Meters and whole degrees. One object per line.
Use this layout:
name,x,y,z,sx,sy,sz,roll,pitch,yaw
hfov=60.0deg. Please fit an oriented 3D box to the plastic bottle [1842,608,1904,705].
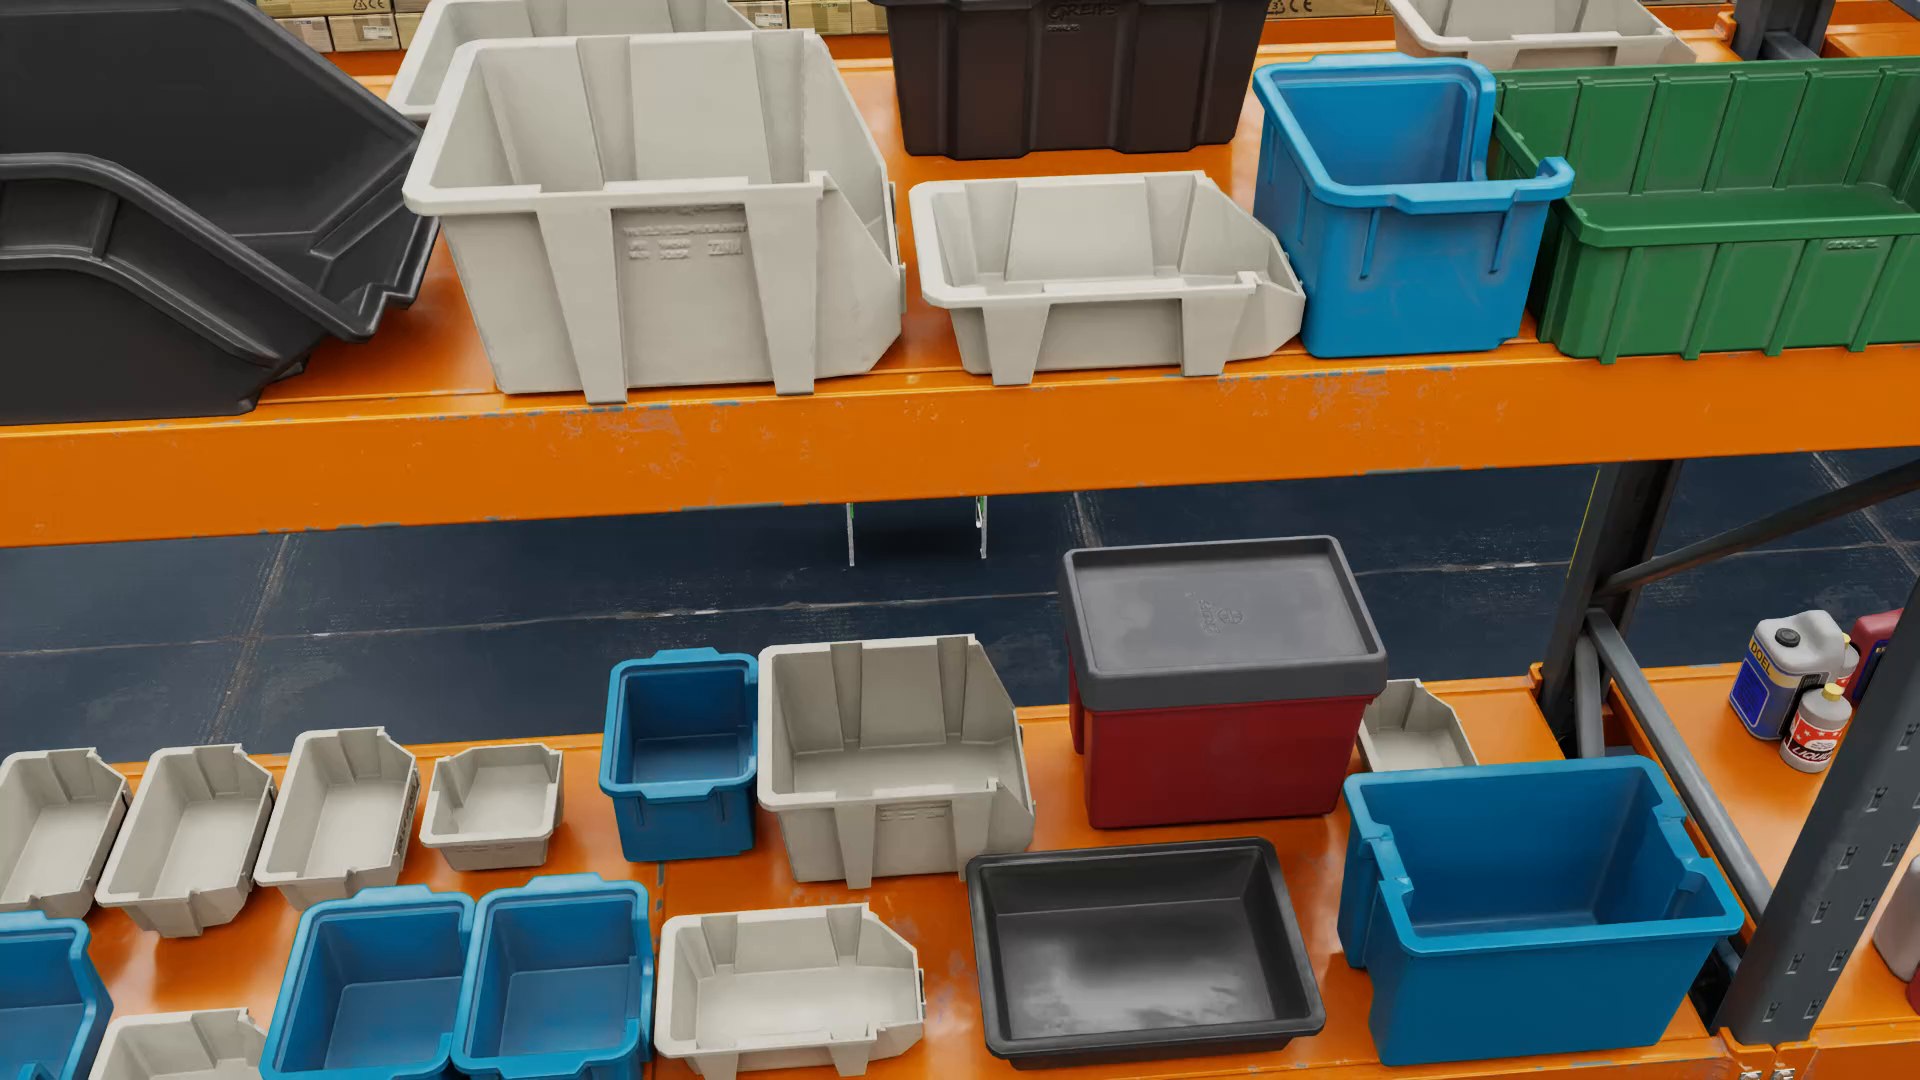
plastic bottle,2.003,0.238,3.622,0.133,0.283,0.061,-3,38,-4

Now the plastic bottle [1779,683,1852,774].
plastic bottle,1.806,0.387,3.499,0.097,0.201,0.097,0,38,0

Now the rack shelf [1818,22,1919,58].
rack shelf,3.404,-0.551,2.686,4.000,0.370,1.077,-3,38,-4

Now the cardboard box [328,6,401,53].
cardboard box,-2.372,-2.115,6.712,0.250,0.149,0.380,-4,38,-5

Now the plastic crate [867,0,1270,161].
plastic crate,0.151,-0.774,2.493,0.590,0.269,0.497,-3,38,-4

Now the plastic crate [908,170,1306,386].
plastic crate,0.179,-0.316,2.020,0.466,0.136,0.293,-3,38,-4

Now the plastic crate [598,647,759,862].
plastic crate,-0.549,0.444,3.352,0.300,0.233,0.416,-3,38,-4

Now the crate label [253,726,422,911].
crate label,-1.211,0.559,3.284,0.243,0.136,0.396,-3,38,-4

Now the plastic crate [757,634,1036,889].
plastic crate,-0.125,0.447,3.309,0.530,0.282,0.437,-3,38,-4

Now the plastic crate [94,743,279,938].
plastic crate,-1.486,0.590,3.246,0.243,0.136,0.396,-3,38,-4

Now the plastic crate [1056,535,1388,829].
plastic crate,0.501,0.299,3.349,0.583,0.464,0.402,-3,38,-4

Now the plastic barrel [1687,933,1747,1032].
plastic barrel,1.956,1.093,3.798,0.708,0.901,0.600,-3,38,-4

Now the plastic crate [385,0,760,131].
plastic crate,-0.536,-0.667,2.466,0.530,0.136,0.437,-3,38,-4

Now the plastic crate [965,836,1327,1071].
plastic crate,0.321,0.765,3.032,0.590,0.125,0.437,-3,38,-4

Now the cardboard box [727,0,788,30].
cardboard box,-0.835,-2.201,6.820,0.250,0.149,0.380,-3,38,-3

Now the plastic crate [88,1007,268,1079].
plastic crate,-1.294,0.939,2.803,0.298,0.136,0.250,-3,38,-4

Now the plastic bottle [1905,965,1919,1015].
plastic bottle,1.815,0.743,2.981,0.133,0.283,0.061,-3,38,-4

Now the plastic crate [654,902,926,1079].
plastic crate,-0.296,0.815,2.960,0.466,0.136,0.293,-3,38,-4

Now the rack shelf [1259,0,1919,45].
rack shelf,2.966,-2.430,7.488,4.000,0.370,1.077,-3,38,-4

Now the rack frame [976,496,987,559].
rack frame,0.078,-0.475,5.884,0.015,1.200,0.240,-3,38,-4

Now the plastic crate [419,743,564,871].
plastic crate,-0.917,0.532,3.319,0.250,0.136,0.298,-3,38,-4

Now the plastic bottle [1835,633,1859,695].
plastic bottle,1.889,0.287,3.625,0.097,0.201,0.097,0,38,0

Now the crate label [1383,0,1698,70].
crate label,0.899,-0.772,2.598,0.466,0.136,0.293,-3,38,-4

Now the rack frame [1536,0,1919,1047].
rack frame,1.412,0.454,3.253,0.127,3.000,1.000,-3,38,-4

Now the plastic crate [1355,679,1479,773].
plastic crate,0.936,0.471,3.396,0.243,0.136,0.396,-3,38,-4

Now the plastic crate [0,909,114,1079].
plastic crate,-1.641,0.869,2.814,0.300,0.233,0.416,-3,38,-4

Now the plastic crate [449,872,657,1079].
plastic crate,-0.687,0.816,2.881,0.300,0.233,0.416,-3,38,-4

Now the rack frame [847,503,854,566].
rack frame,-0.408,-0.449,5.850,0.015,1.200,0.240,-3,38,-4

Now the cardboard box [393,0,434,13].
cardboard box,-1.992,-2.333,6.666,0.500,0.250,0.500,-4,38,-5

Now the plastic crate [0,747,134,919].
plastic crate,-1.776,0.597,3.237,0.243,0.136,0.396,-3,38,-4

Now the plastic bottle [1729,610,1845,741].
plastic bottle,1.776,0.281,3.572,0.135,0.276,0.152,-3,38,-4

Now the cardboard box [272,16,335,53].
cardboard box,-2.628,-2.100,6.693,0.250,0.149,0.380,-3,38,-3

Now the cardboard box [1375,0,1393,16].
cardboard box,1.955,-2.541,6.968,0.500,0.500,0.500,-3,38,-4

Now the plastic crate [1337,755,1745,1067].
plastic crate,0.977,0.672,2.941,0.575,0.384,0.392,-3,38,-4

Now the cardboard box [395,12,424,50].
cardboard box,-2.117,-2.129,6.730,0.250,0.149,0.380,-4,38,-5

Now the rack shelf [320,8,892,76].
rack shelf,-1.019,-2.210,7.210,4.000,0.370,1.077,-3,38,-4

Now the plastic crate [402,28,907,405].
plastic crate,-0.337,-0.389,1.996,0.530,0.282,0.437,-3,38,-4

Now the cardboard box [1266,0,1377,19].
cardboard box,1.454,-2.513,6.932,0.500,0.500,0.500,-3,38,-4

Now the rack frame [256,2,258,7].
rack frame,-3.011,-2.383,6.848,0.127,3.000,1.000,-3,38,-4

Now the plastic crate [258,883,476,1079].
plastic crate,-0.985,0.833,2.860,0.300,0.233,0.416,-3,38,-4

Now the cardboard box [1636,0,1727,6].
cardboard box,2.967,-2.599,7.042,0.500,0.500,0.500,-2,38,-3

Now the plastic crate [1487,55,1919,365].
plastic crate,1.017,-0.431,2.124,0.662,0.188,0.450,-3,38,-4

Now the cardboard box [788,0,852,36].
cardboard box,-0.581,-2.214,6.837,0.250,0.149,0.380,-4,38,-5

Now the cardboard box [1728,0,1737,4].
cardboard box,3.474,-2.627,7.077,0.500,0.500,0.500,-4,38,-5

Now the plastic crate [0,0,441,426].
plastic crate,-1.026,-0.394,1.957,0.767,0.338,0.504,-3,38,-4

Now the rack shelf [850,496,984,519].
rack shelf,-0.165,-0.223,6.055,0.480,0.148,0.258,-3,38,-4

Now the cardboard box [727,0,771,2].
cardboard box,-0.971,-2.390,6.739,0.500,0.250,0.500,-4,38,-5

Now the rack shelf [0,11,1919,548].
rack shelf,-0.580,-0.332,2.408,4.000,0.370,1.077,-3,38,-4

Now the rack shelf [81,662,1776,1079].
rack shelf,-0.580,0.846,3.337,4.000,0.370,1.077,-3,38,-4

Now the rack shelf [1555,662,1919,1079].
rack shelf,3.404,0.626,3.615,4.000,0.370,1.077,-3,38,-4

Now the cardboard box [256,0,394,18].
cardboard box,-2.509,-2.300,6.625,0.500,0.250,0.500,-4,38,-5

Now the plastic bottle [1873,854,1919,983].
plastic bottle,1.832,0.651,3.043,0.185,0.351,0.144,-3,38,-4

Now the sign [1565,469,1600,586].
sign,1.365,0.005,3.598,0.005,0.325,0.100,-3,38,-4

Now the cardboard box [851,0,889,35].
cardboard box,-0.326,-2.228,6.855,0.250,0.149,0.380,-2,38,-3

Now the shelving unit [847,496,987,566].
shelving unit,-0.165,-0.462,5.867,0.503,1.200,0.258,-3,38,-4

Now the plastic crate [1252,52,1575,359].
plastic crate,0.534,-0.411,2.063,0.300,0.233,0.416,-3,38,-4
